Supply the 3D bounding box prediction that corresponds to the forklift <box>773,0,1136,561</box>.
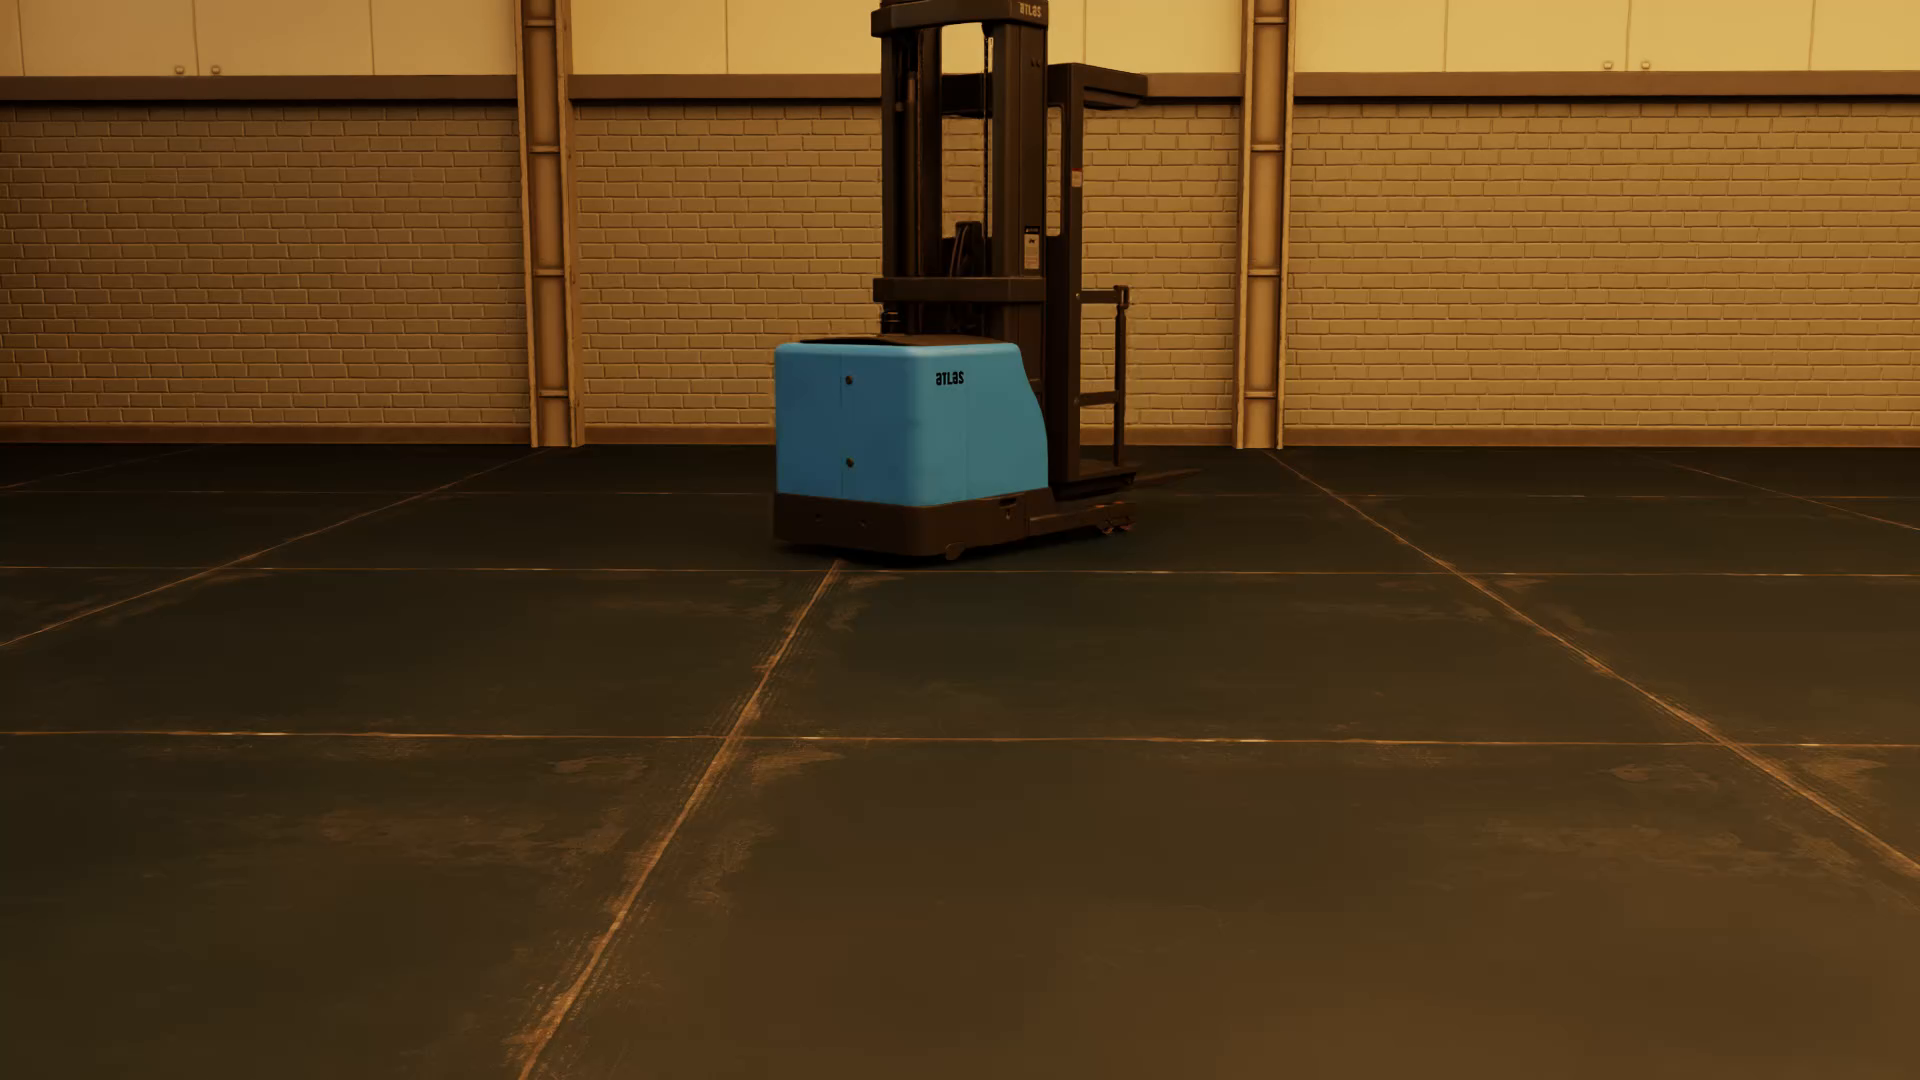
[{"bbox_3d":[0.338,-1.521,9.254,1.130,2.935,3.031,7,11,37],"label":"forklift"}]
